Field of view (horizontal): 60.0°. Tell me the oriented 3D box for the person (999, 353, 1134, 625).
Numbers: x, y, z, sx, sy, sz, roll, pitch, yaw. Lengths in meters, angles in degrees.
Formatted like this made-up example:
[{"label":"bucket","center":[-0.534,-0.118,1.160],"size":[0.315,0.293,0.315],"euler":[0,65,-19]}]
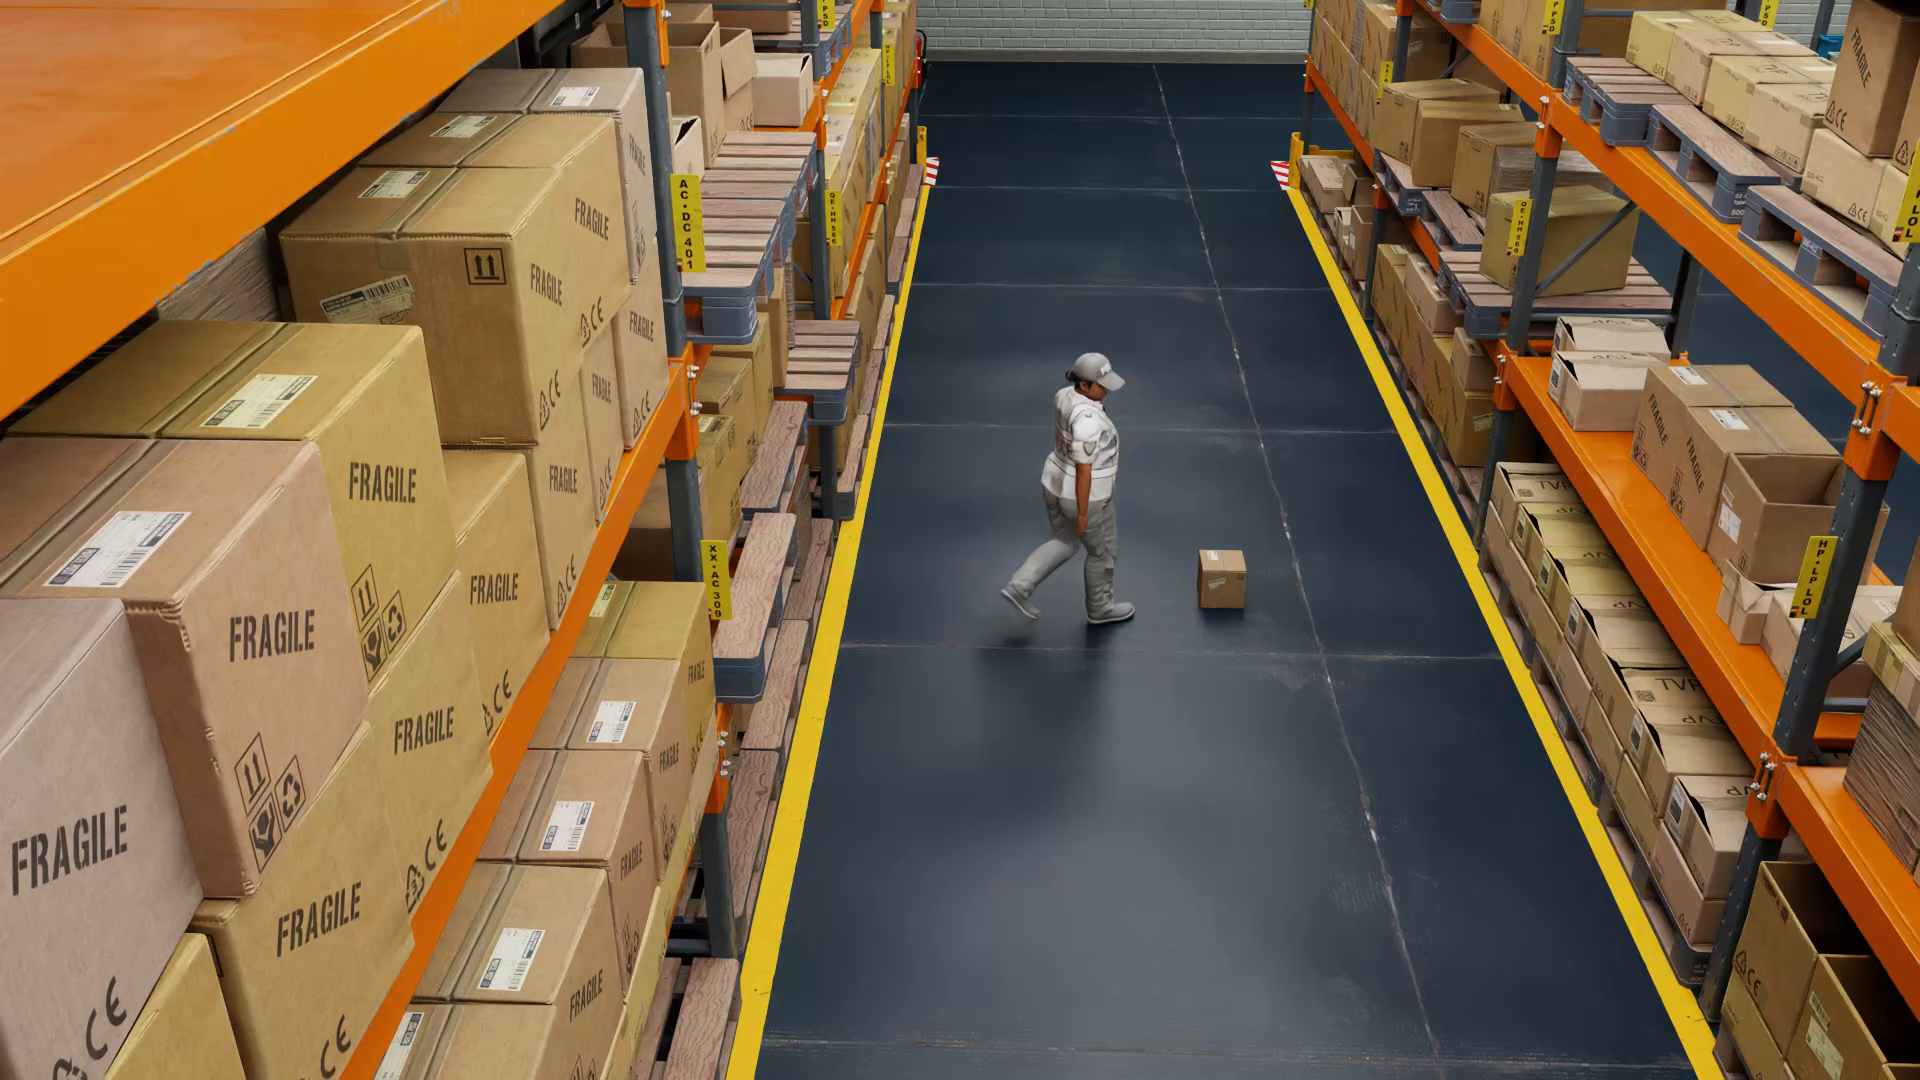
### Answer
[{"label":"person","center":[0.623,-0.262,9.103],"size":[0.775,1.639,0.503],"euler":[-11,30,-20]}]
